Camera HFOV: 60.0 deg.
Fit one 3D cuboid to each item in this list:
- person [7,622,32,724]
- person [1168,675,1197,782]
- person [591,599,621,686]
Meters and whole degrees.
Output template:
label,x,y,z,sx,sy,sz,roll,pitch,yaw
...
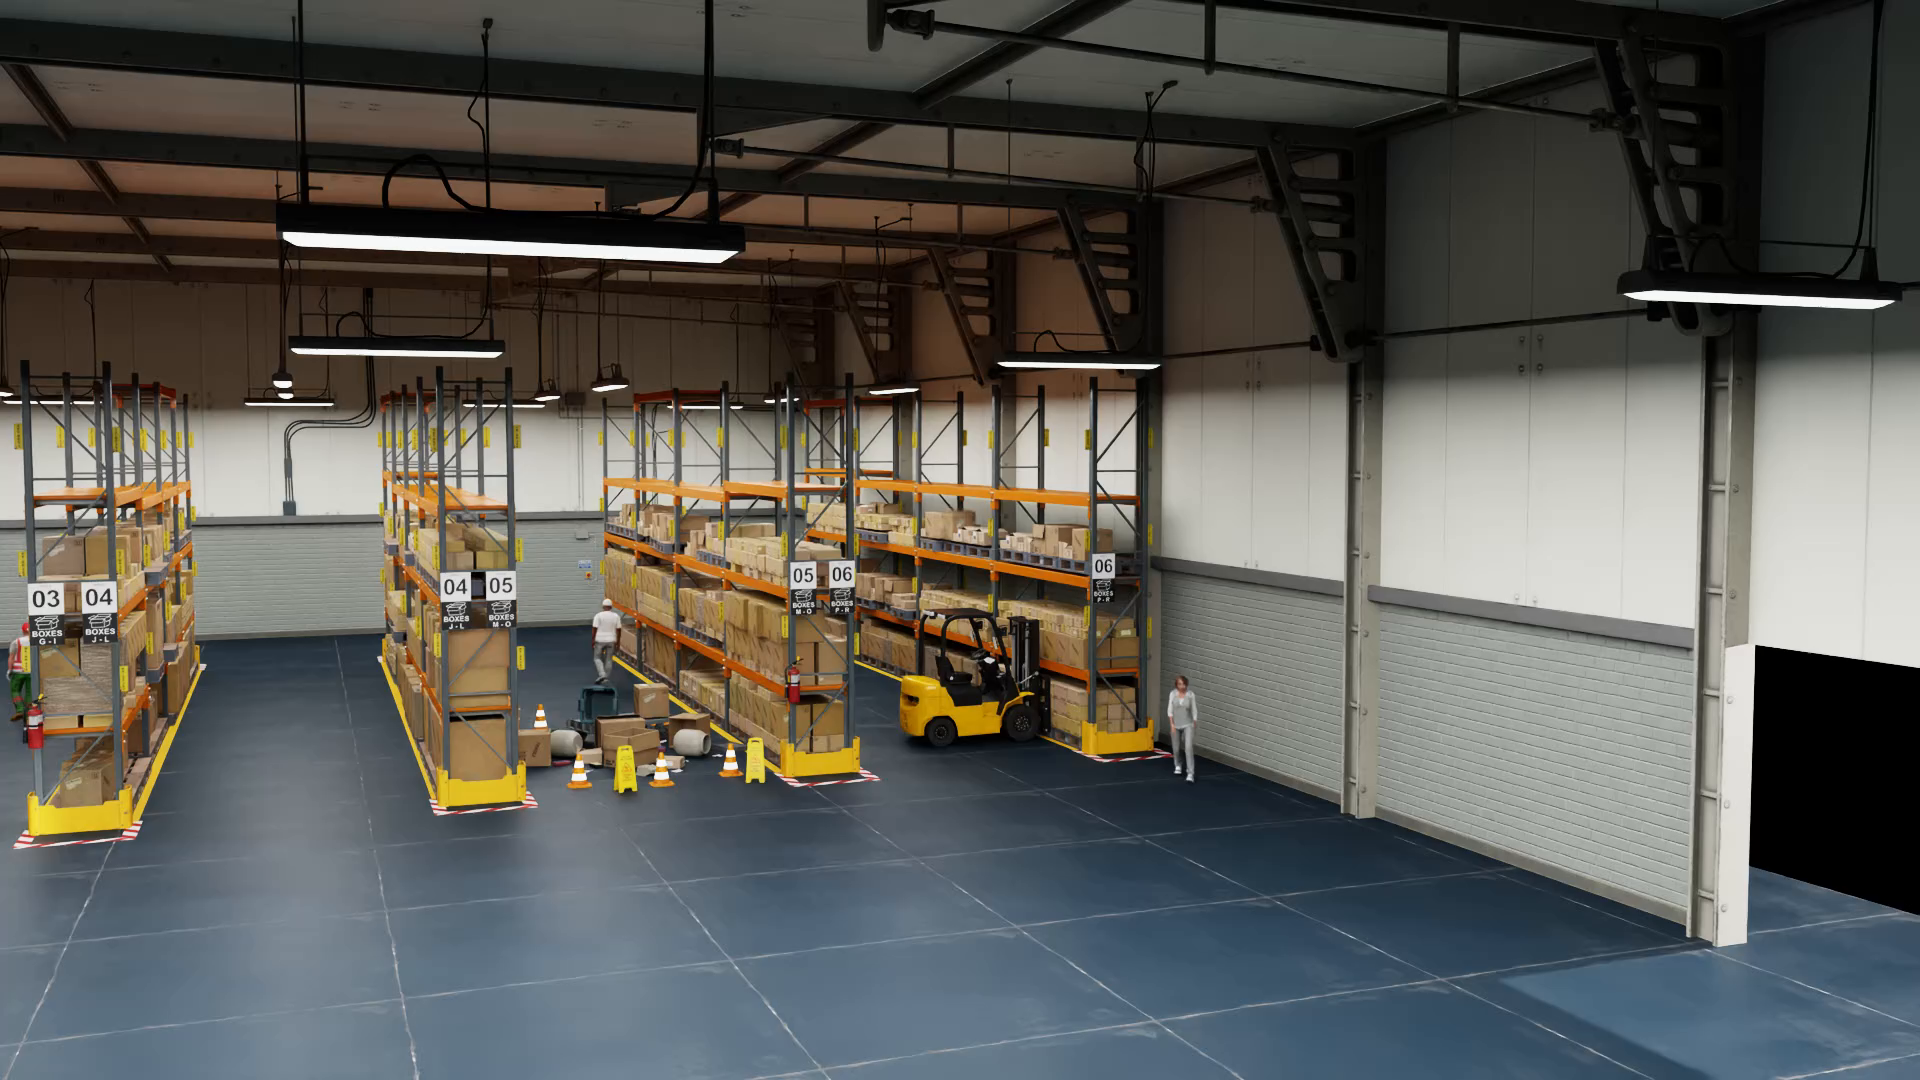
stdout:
label,x,y,z,sx,sy,sz,roll,pitch,yaw
person,-16.455,2.340,29.304,0.593,1.784,0.485,-2,4,-31
person,3.306,2.755,24.527,0.444,1.553,0.765,1,4,22
person,-7.193,2.077,33.817,0.611,1.761,0.478,-1,4,-20
